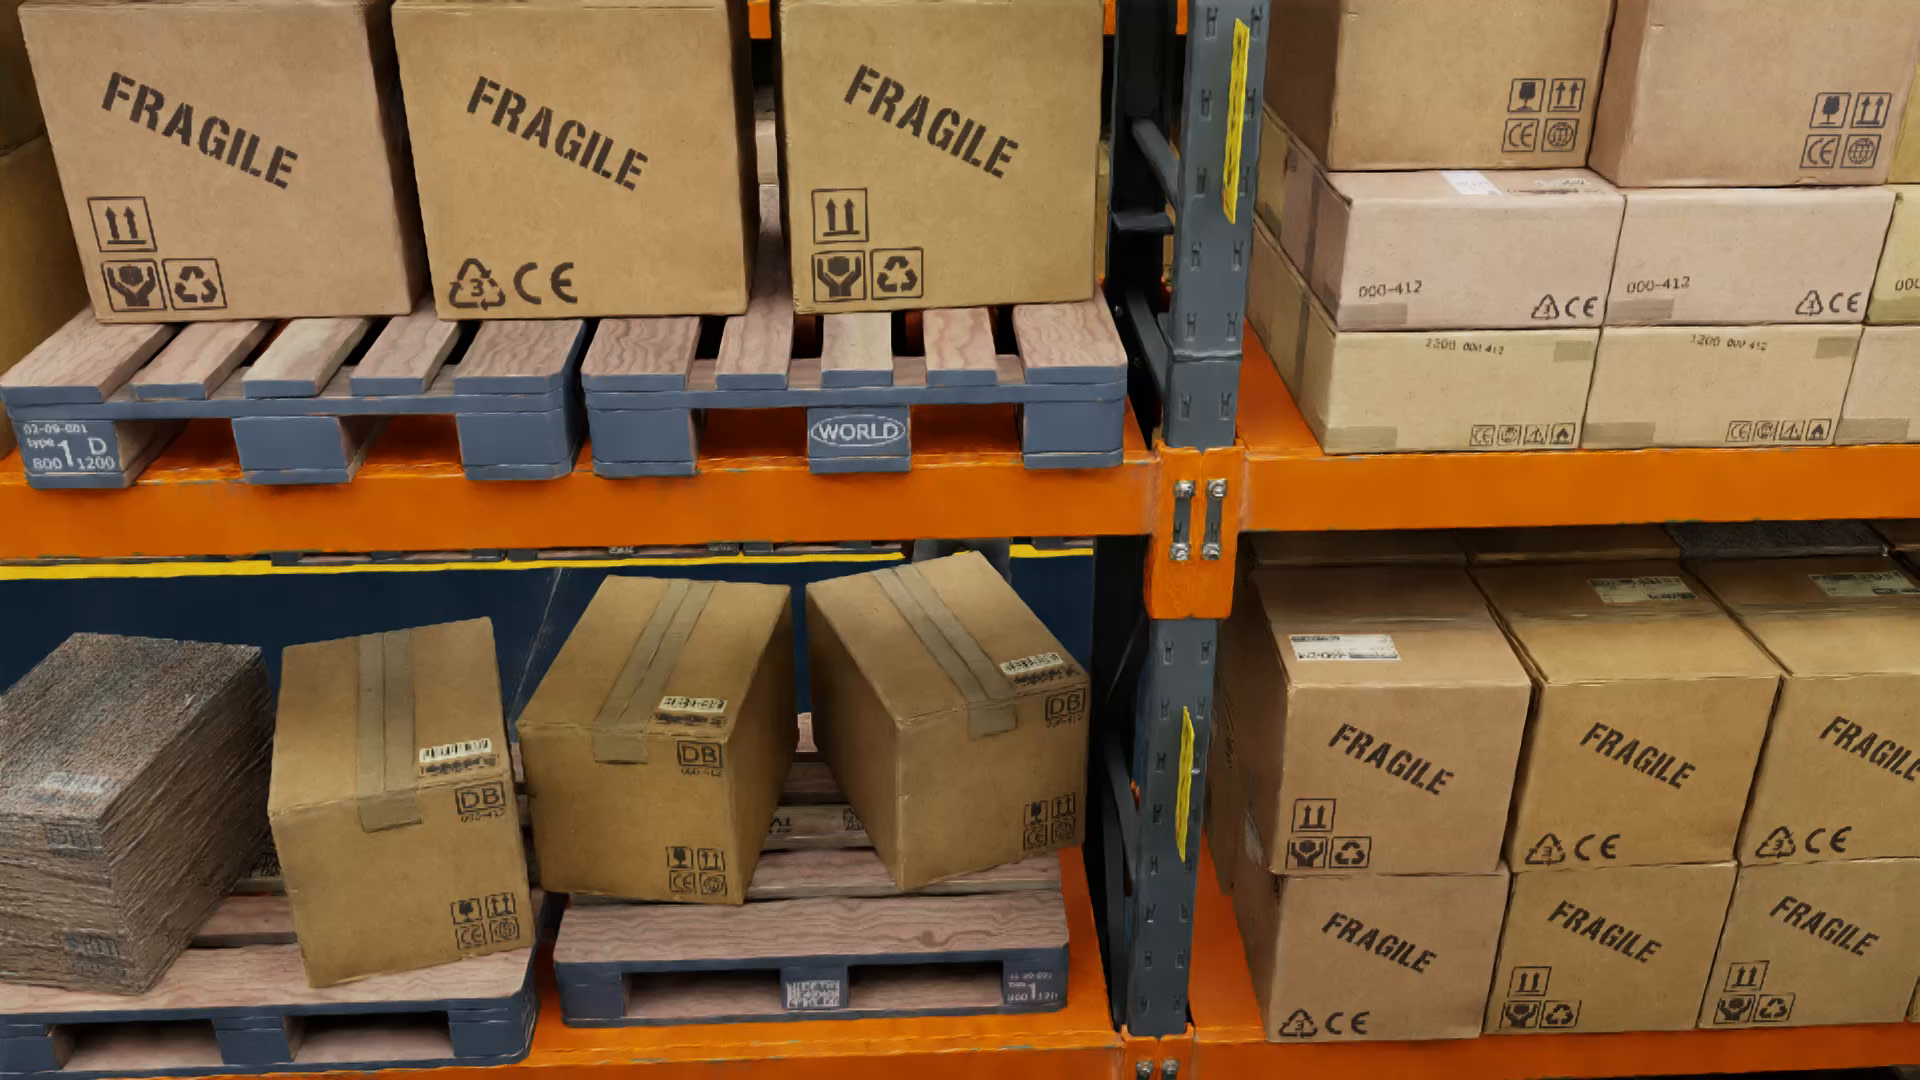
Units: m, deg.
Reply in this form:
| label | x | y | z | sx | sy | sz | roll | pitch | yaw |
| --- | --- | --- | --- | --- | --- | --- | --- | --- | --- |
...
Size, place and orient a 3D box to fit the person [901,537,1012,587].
| label | x | y | z | sx | sy | sz | roll | pitch | yaw |
| --- | --- | --- | --- | --- | --- | --- | --- | --- | --- |
| person | -0.039 | -0.058 | 7.243 | 0.589 | 1.666 | 0.555 | 4 | 28 | 7 |
